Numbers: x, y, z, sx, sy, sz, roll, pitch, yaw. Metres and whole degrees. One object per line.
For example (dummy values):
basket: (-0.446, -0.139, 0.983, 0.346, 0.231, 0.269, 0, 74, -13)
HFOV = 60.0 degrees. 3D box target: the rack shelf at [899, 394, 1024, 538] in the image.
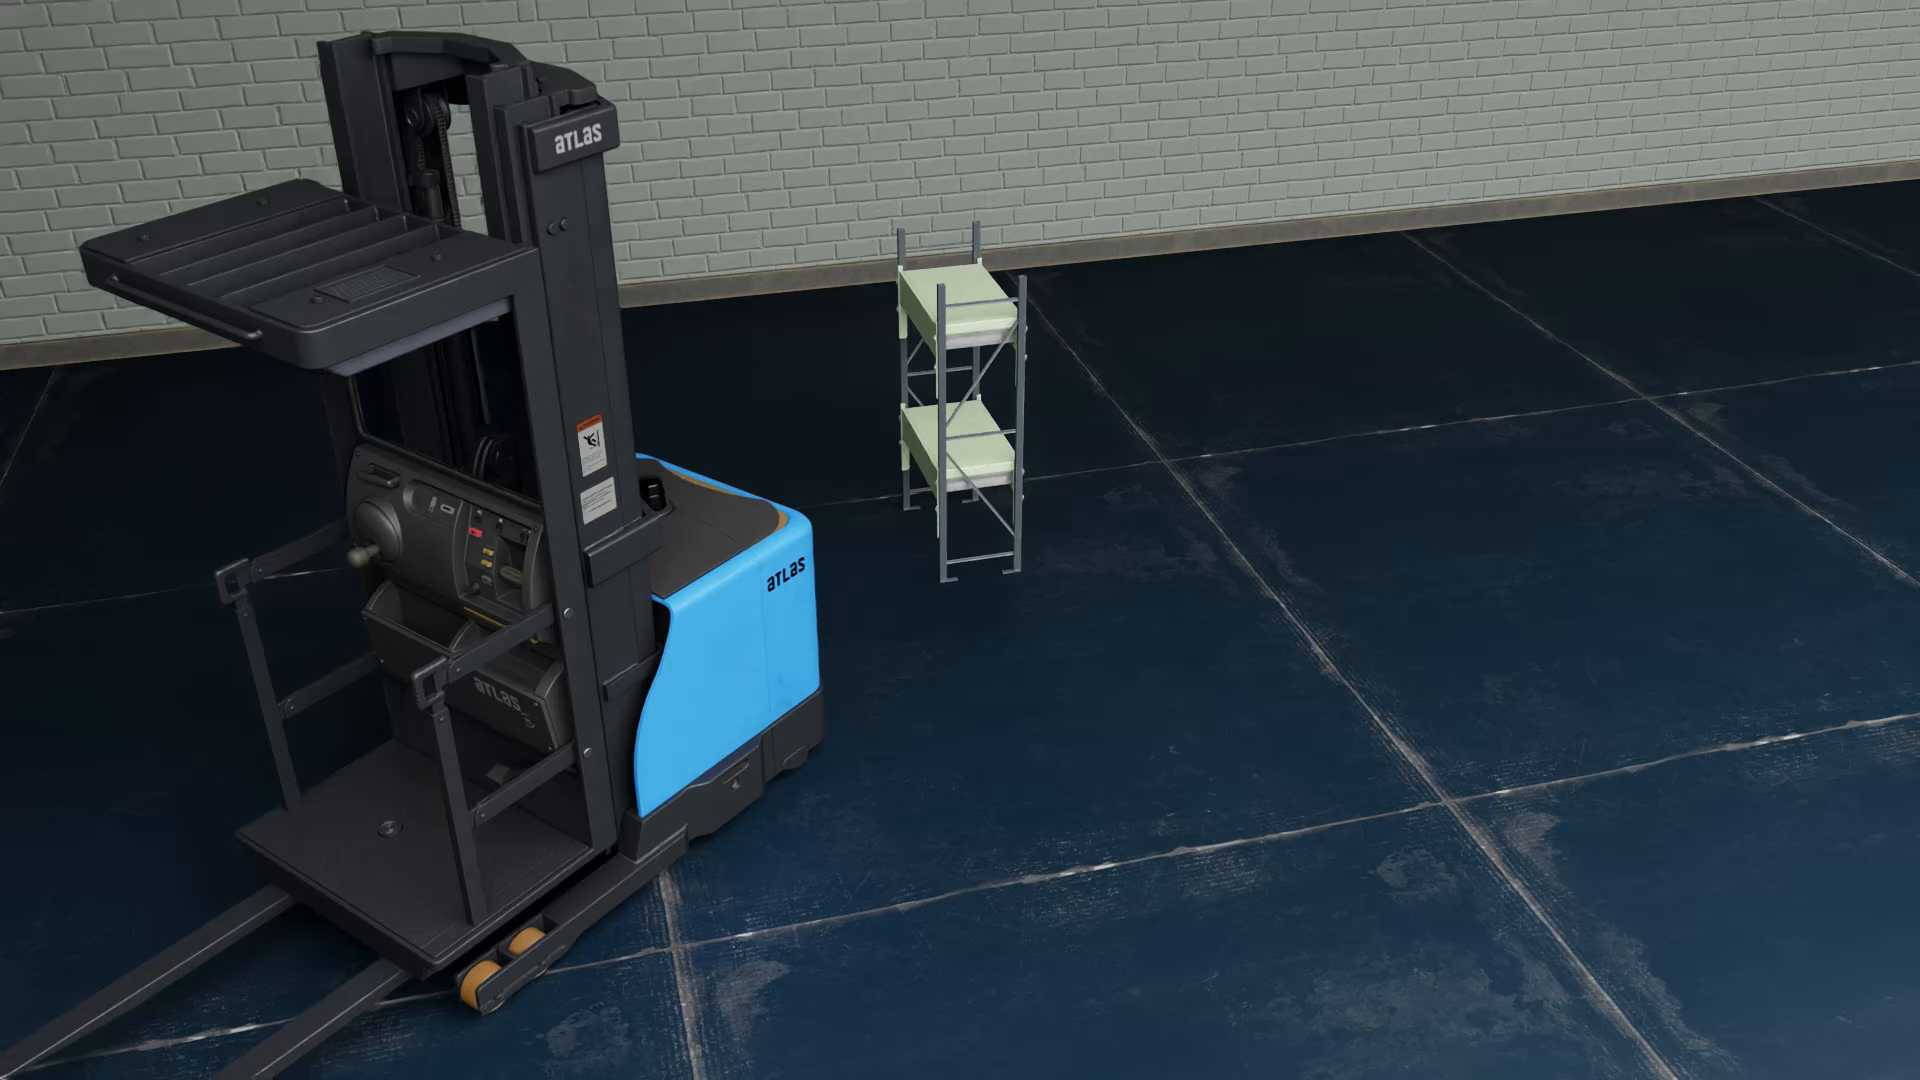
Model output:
rack shelf: (-0.002, -0.370, 8.043, 0.431, 0.370, 0.720, -8, 31, -13)

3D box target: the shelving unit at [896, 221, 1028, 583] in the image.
shelving unit: (-0.002, -0.652, 7.880, 0.431, 1.500, 0.755, -8, 31, -13)

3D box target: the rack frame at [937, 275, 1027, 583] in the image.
rack frame: (0.095, -0.476, 7.574, 0.400, 1.500, 0.023, -8, 31, -13)

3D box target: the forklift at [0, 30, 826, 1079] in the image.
forklift: (-1.812, 0.025, 5.280, 1.130, 2.935, 3.031, 20, 36, 30)

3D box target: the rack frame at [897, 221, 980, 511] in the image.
rack frame: (-0.099, -0.829, 8.185, 0.400, 1.500, 0.023, -8, 31, -13)

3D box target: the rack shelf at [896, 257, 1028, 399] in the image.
rack shelf: (-0.002, -0.990, 7.684, 0.431, 0.370, 0.720, -8, 31, -13)
